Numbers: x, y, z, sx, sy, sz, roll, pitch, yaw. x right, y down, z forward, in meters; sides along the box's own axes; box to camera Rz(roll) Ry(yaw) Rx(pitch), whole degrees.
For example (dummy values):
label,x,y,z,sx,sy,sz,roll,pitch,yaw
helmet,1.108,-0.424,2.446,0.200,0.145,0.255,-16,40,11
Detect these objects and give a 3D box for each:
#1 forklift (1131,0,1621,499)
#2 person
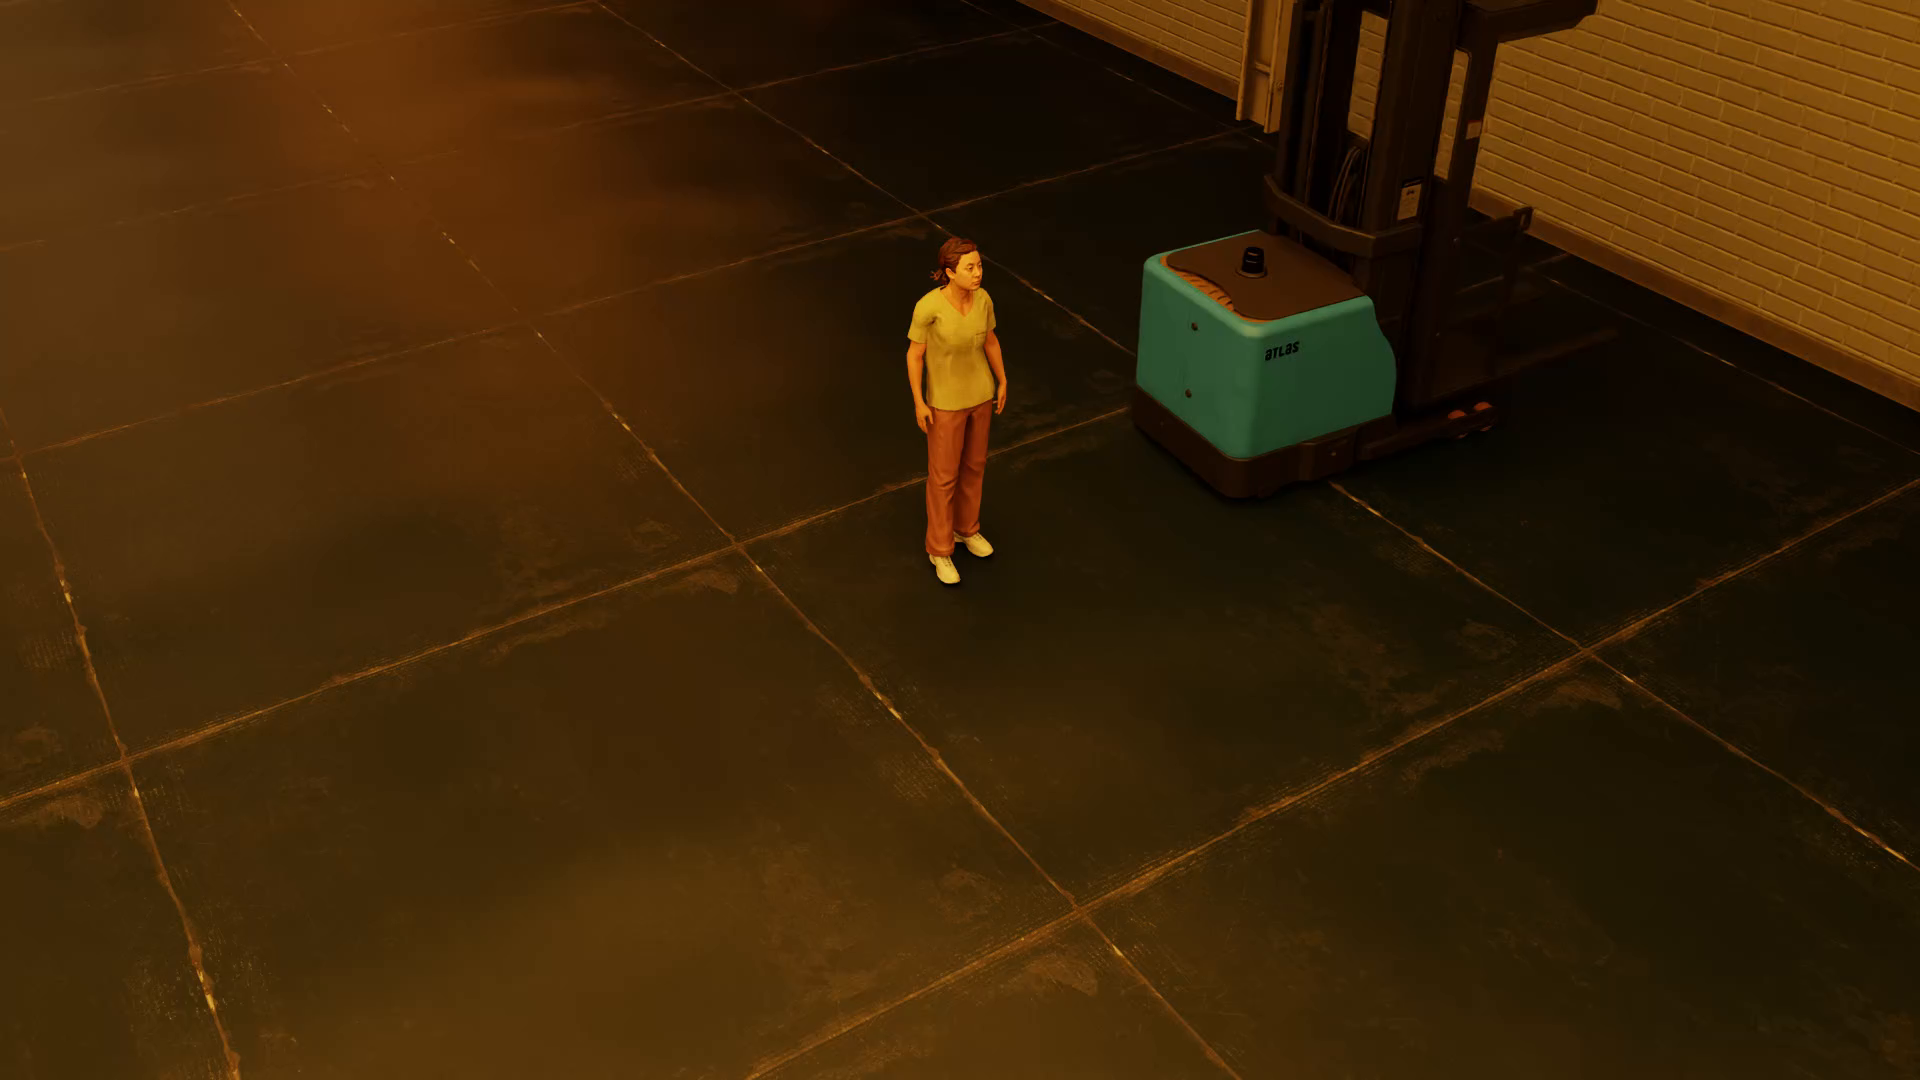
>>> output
label,x,y,z,sx,sy,sz,roll,pitch,yaw
forklift,2.525,-2.022,9.025,3.031,2.935,1.130,-17,39,-23
person,0.030,-0.652,8.155,0.552,1.674,0.548,-21,40,-27
